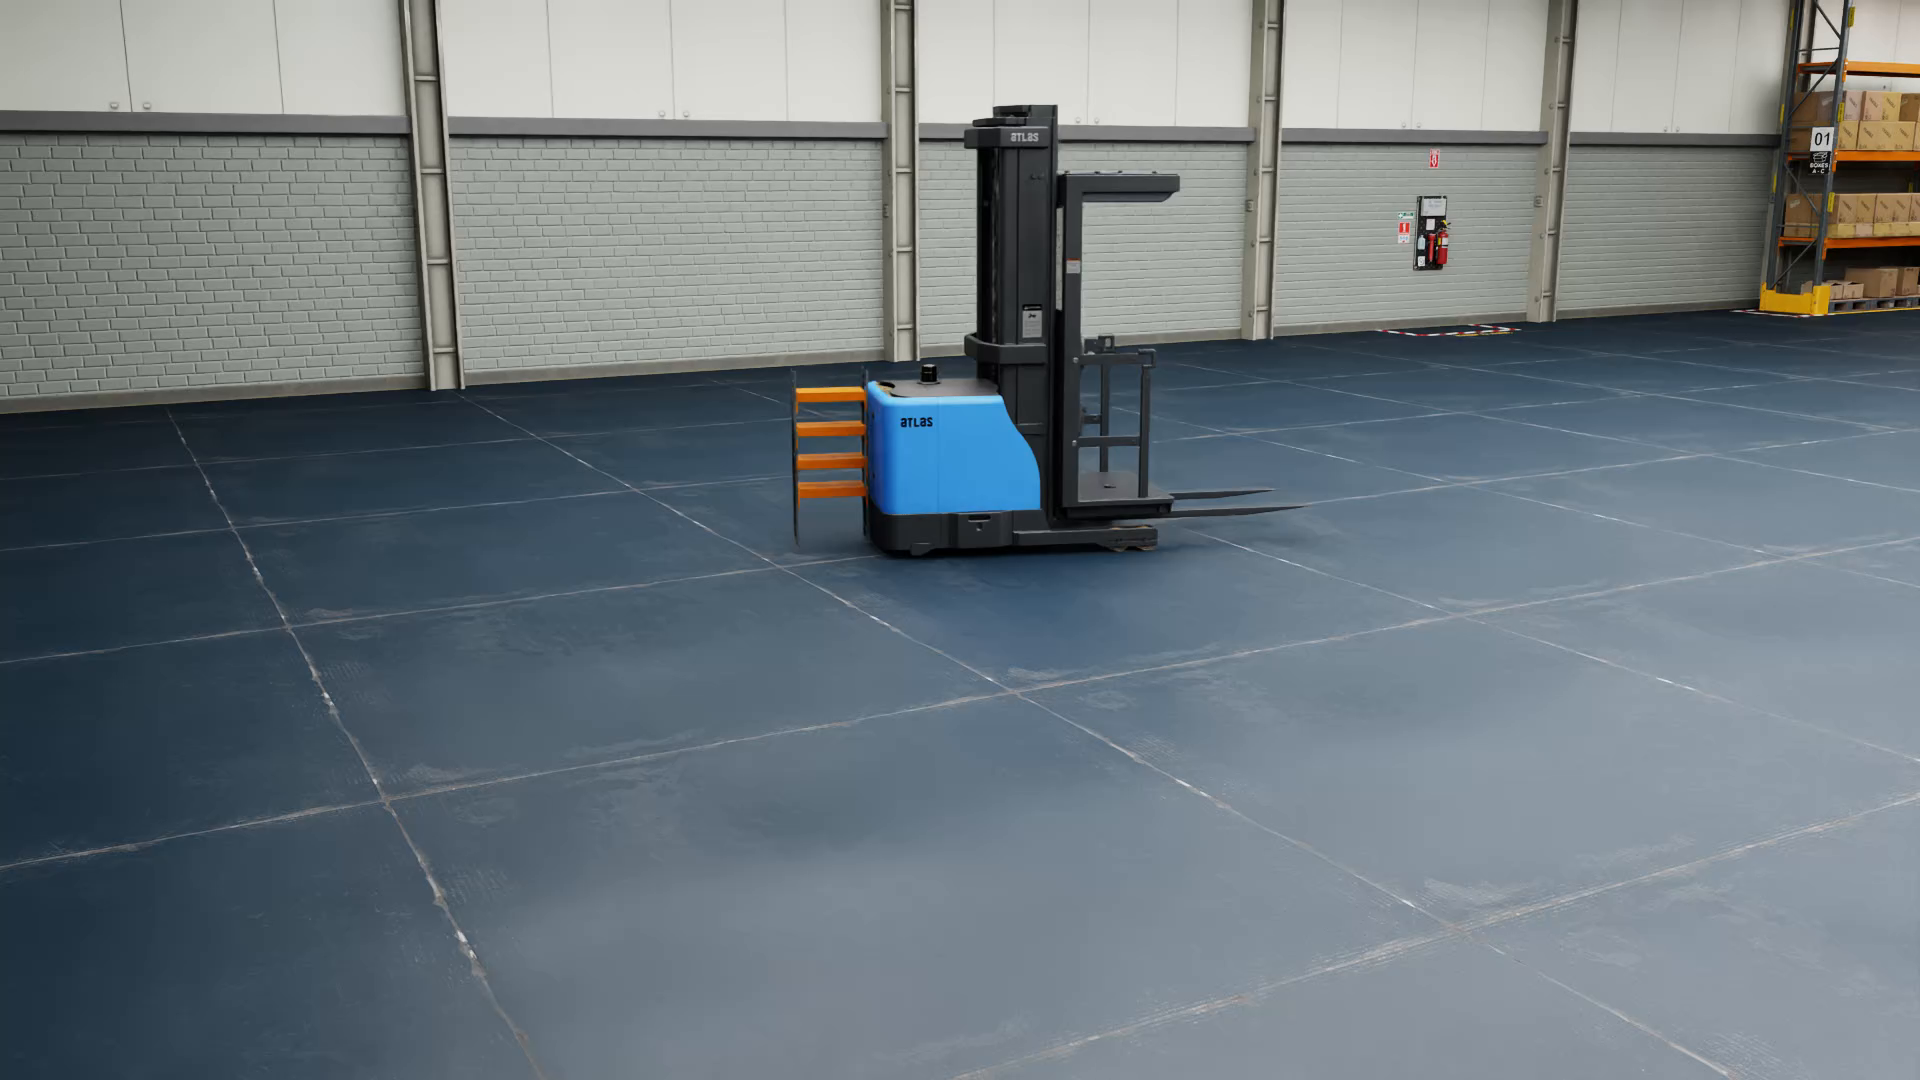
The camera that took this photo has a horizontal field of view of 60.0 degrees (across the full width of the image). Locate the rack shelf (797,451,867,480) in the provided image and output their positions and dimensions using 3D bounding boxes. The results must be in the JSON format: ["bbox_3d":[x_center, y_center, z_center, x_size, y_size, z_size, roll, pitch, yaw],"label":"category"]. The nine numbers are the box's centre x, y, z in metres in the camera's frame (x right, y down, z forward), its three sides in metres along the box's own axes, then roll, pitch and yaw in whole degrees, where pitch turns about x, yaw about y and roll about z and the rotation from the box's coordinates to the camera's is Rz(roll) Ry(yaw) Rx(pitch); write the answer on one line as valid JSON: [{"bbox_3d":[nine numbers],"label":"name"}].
[{"bbox_3d":[-0.893,-0.514,11.465,0.480,0.148,0.258,-2,13,-10],"label":"rack shelf"}]

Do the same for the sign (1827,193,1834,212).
[{"bbox_3d":[15.080,-5.850,28.799,0.005,0.325,0.100,-7,14,-28],"label":"sign"}]

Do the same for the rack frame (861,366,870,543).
[{"bbox_3d":[-0.653,-0.589,11.494,0.015,1.200,0.240,-2,13,-10],"label":"rack frame"}]

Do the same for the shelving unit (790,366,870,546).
[{"bbox_3d":[-0.893,-0.579,11.450,0.503,1.200,0.258,-2,13,-10],"label":"shelving unit"}]

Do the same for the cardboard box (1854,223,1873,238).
[{"bbox_3d":[15.849,-5.516,29.584,0.500,0.250,0.500,-7,15,-30],"label":"cardboard box"}]

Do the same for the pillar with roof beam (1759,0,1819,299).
[{"bbox_3d":[17.082,-7.869,26.081,0.400,9.000,9.100,-7,14,-28],"label":"pillar with roof beam"}]

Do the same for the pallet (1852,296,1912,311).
[{"bbox_3d":[16.686,-4.386,30.616,1.213,0.211,1.003,-7,14,-28],"label":"pallet"}]

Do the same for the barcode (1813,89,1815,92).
[{"bbox_3d":[15.203,-7.996,29.602,0.075,0.075,0.001,-7,14,-28],"label":"barcode"}]

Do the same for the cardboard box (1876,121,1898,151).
[{"bbox_3d":[16.175,-7.146,29.425,0.500,0.500,0.500,-6,14,-25],"label":"cardboard box"}]

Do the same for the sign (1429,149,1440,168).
[{"bbox_3d":[7.511,-6.038,26.326,0.199,0.298,0.001,-7,14,-28],"label":"sign"}]

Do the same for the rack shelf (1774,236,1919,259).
[{"bbox_3d":[16.575,-5.391,30.372,4.000,0.370,1.077,-7,14,-28],"label":"rack shelf"}]

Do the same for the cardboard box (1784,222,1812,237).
[{"bbox_3d":[15.137,-5.555,29.757,0.500,0.250,0.500,-7,14,-27],"label":"cardboard box"}]

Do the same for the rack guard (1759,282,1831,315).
[{"bbox_3d":[14.886,-4.320,29.668,0.348,0.500,1.175,-7,14,-28],"label":"rack guard"}]

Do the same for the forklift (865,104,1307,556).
[{"bbox_3d":[0.885,-1.462,11.430,3.031,2.935,1.130,-2,13,-10],"label":"forklift"}]

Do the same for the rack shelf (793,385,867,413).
[{"bbox_3d":[-0.893,-0.963,11.364,0.480,0.148,0.258,-2,13,-10],"label":"rack shelf"}]

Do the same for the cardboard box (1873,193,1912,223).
[{"bbox_3d":[16.725,-5.986,29.966,0.500,0.500,0.500,-6,14,-26],"label":"cardboard box"}]

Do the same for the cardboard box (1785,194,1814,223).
[{"bbox_3d":[15.131,-5.925,29.692,0.500,0.500,0.500,-7,14,-28],"label":"cardboard box"}]

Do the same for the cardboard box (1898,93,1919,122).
[{"bbox_3d":[17.091,-7.741,29.791,0.500,0.500,0.500,-7,15,-30],"label":"cardboard box"}]

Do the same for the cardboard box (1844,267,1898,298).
[{"bbox_3d":[16.638,-4.710,30.397,0.500,0.500,0.700,-8,15,-31],"label":"cardboard box"}]

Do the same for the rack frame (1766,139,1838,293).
[{"bbox_3d":[14.819,-5.532,29.358,0.127,3.000,1.000,-7,14,-28],"label":"rack frame"}]

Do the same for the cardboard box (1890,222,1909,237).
[{"bbox_3d":[16.744,-5.621,30.051,0.500,0.250,0.500,-7,14,-27],"label":"cardboard box"}]

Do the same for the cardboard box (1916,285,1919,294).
[{"bbox_3d":[17.875,-4.723,31.215,0.250,0.166,0.380,-9,16,-35],"label":"cardboard box"}]

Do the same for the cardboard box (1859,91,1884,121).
[{"bbox_3d":[15.738,-7.578,29.069,0.500,0.500,0.500,-7,14,-29],"label":"cardboard box"}]

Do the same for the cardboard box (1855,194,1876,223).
[{"bbox_3d":[15.821,-5.877,29.478,0.500,0.500,0.500,-7,14,-28],"label":"cardboard box"}]

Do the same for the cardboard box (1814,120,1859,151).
[{"bbox_3d":[15.233,-7.041,28.958,0.500,0.500,0.500,-6,14,-26],"label":"cardboard box"}]

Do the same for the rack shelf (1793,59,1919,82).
[{"bbox_3d":[16.575,-8.317,29.714,4.000,0.370,1.077,-7,14,-28],"label":"rack shelf"}]

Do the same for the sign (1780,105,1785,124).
[{"bbox_3d":[14.571,-7.536,29.416,0.005,0.325,0.100,-7,14,-28],"label":"sign"}]

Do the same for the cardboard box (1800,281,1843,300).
[{"bbox_3d":[15.470,-4.490,29.851,0.500,0.311,0.500,-9,15,-34],"label":"cardboard box"}]

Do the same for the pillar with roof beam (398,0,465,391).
[{"bbox_3d":[-3.983,-5.345,14.862,0.400,9.000,9.100,-7,14,-28],"label":"pillar with roof beam"}]

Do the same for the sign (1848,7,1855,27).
[{"bbox_3d":[15.079,-8.848,28.124,0.005,0.325,0.100,-7,14,-28],"label":"sign"}]

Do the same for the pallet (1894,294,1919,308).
[{"bbox_3d":[17.758,-4.515,31.190,1.213,0.211,1.003,-7,14,-28],"label":"pallet"}]

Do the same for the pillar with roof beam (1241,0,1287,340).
[{"bbox_3d":[6.549,-6.607,20.472,0.400,9.000,9.100,-7,14,-28],"label":"pillar with roof beam"}]

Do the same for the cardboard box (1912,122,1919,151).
[{"bbox_3d":[17.087,-7.258,29.921,0.500,0.500,0.500,-7,15,-30],"label":"cardboard box"}]

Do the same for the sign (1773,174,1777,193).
[{"bbox_3d":[14.571,-6.360,29.681,0.005,0.325,0.100,-7,14,-28],"label":"sign"}]
